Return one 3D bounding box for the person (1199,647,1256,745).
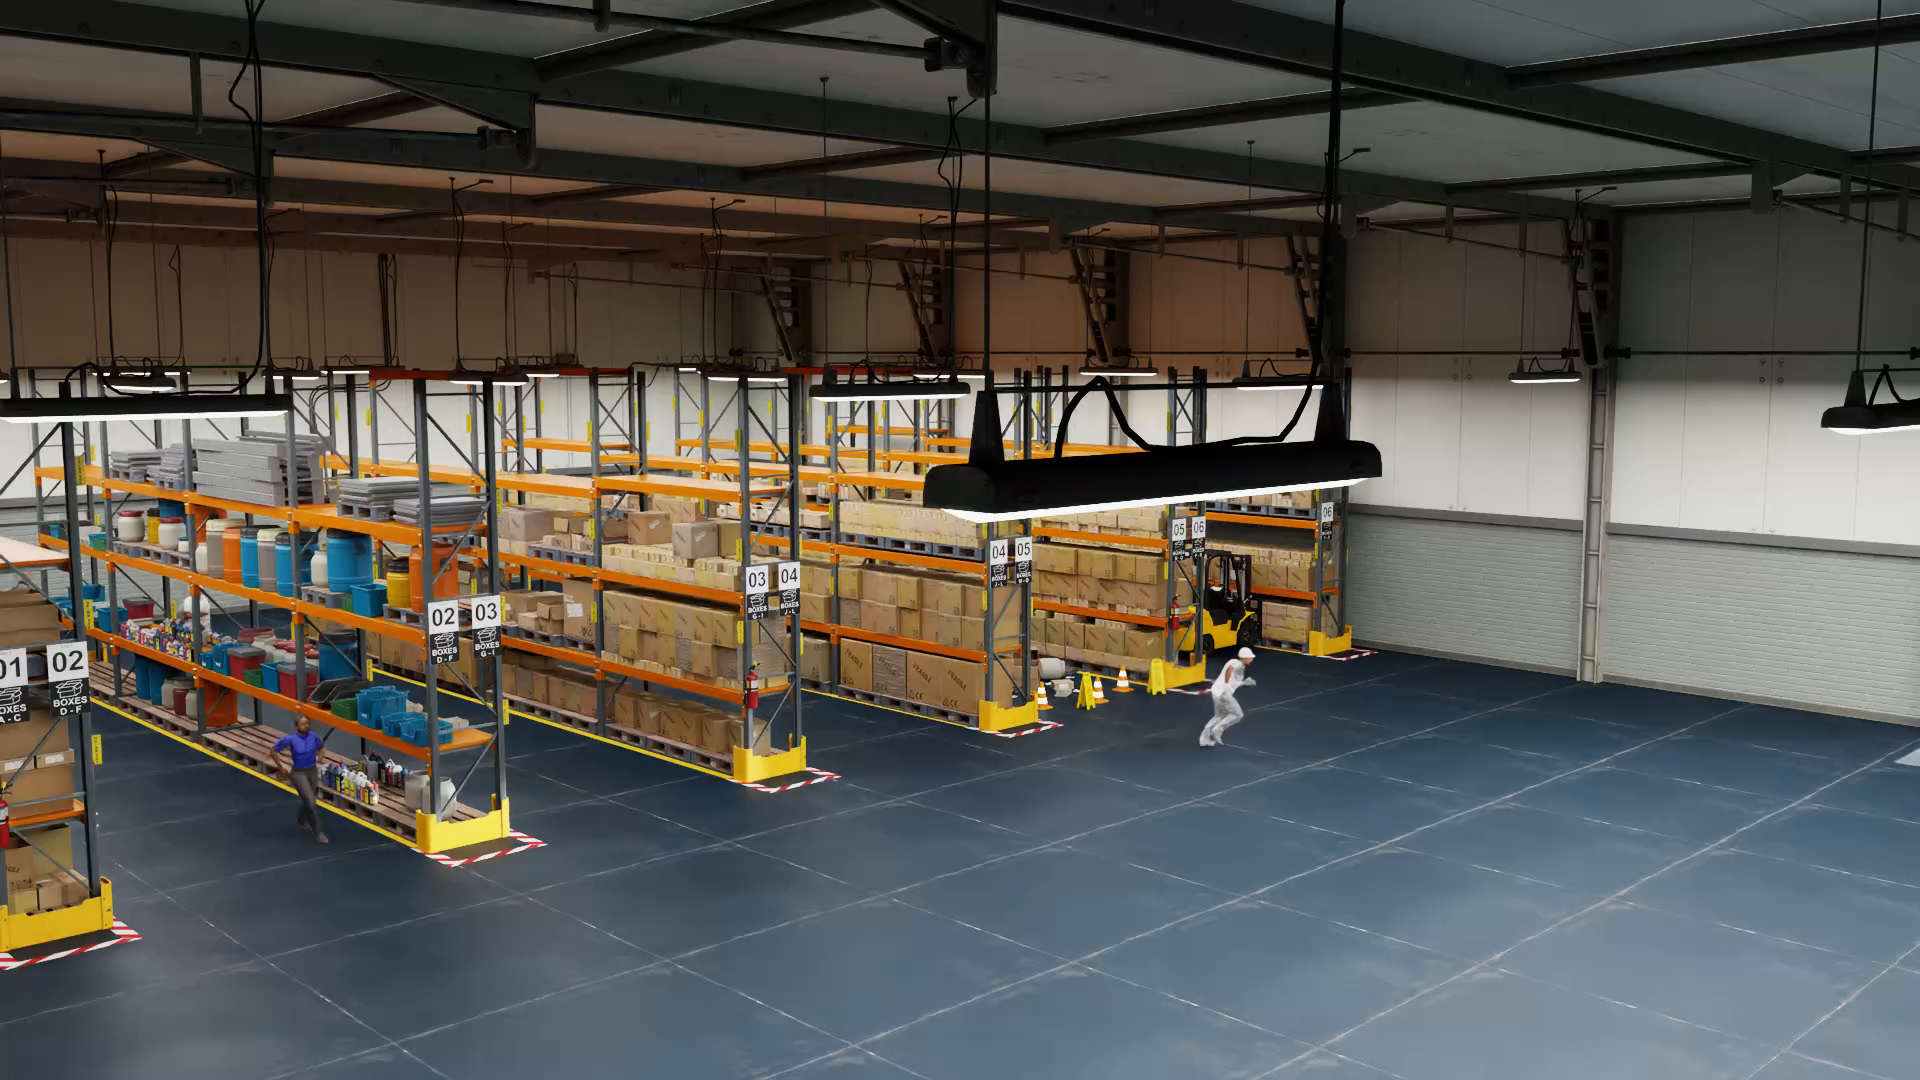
[{"bbox_3d":[4.314,2.521,26.649,0.921,1.596,0.722,0,6,-3],"label":"person"}]

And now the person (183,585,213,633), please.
[{"bbox_3d":[-15.117,1.730,33.030,0.855,1.822,0.655,5,8,35],"label":"person"}]

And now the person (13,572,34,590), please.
[{"bbox_3d":[-19.759,1.506,35.135,0.868,1.776,0.626,-2,7,-16],"label":"person"}]

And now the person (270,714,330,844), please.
[{"bbox_3d":[-8.535,3.099,21.562,0.774,1.691,0.664,5,8,36],"label":"person"}]
